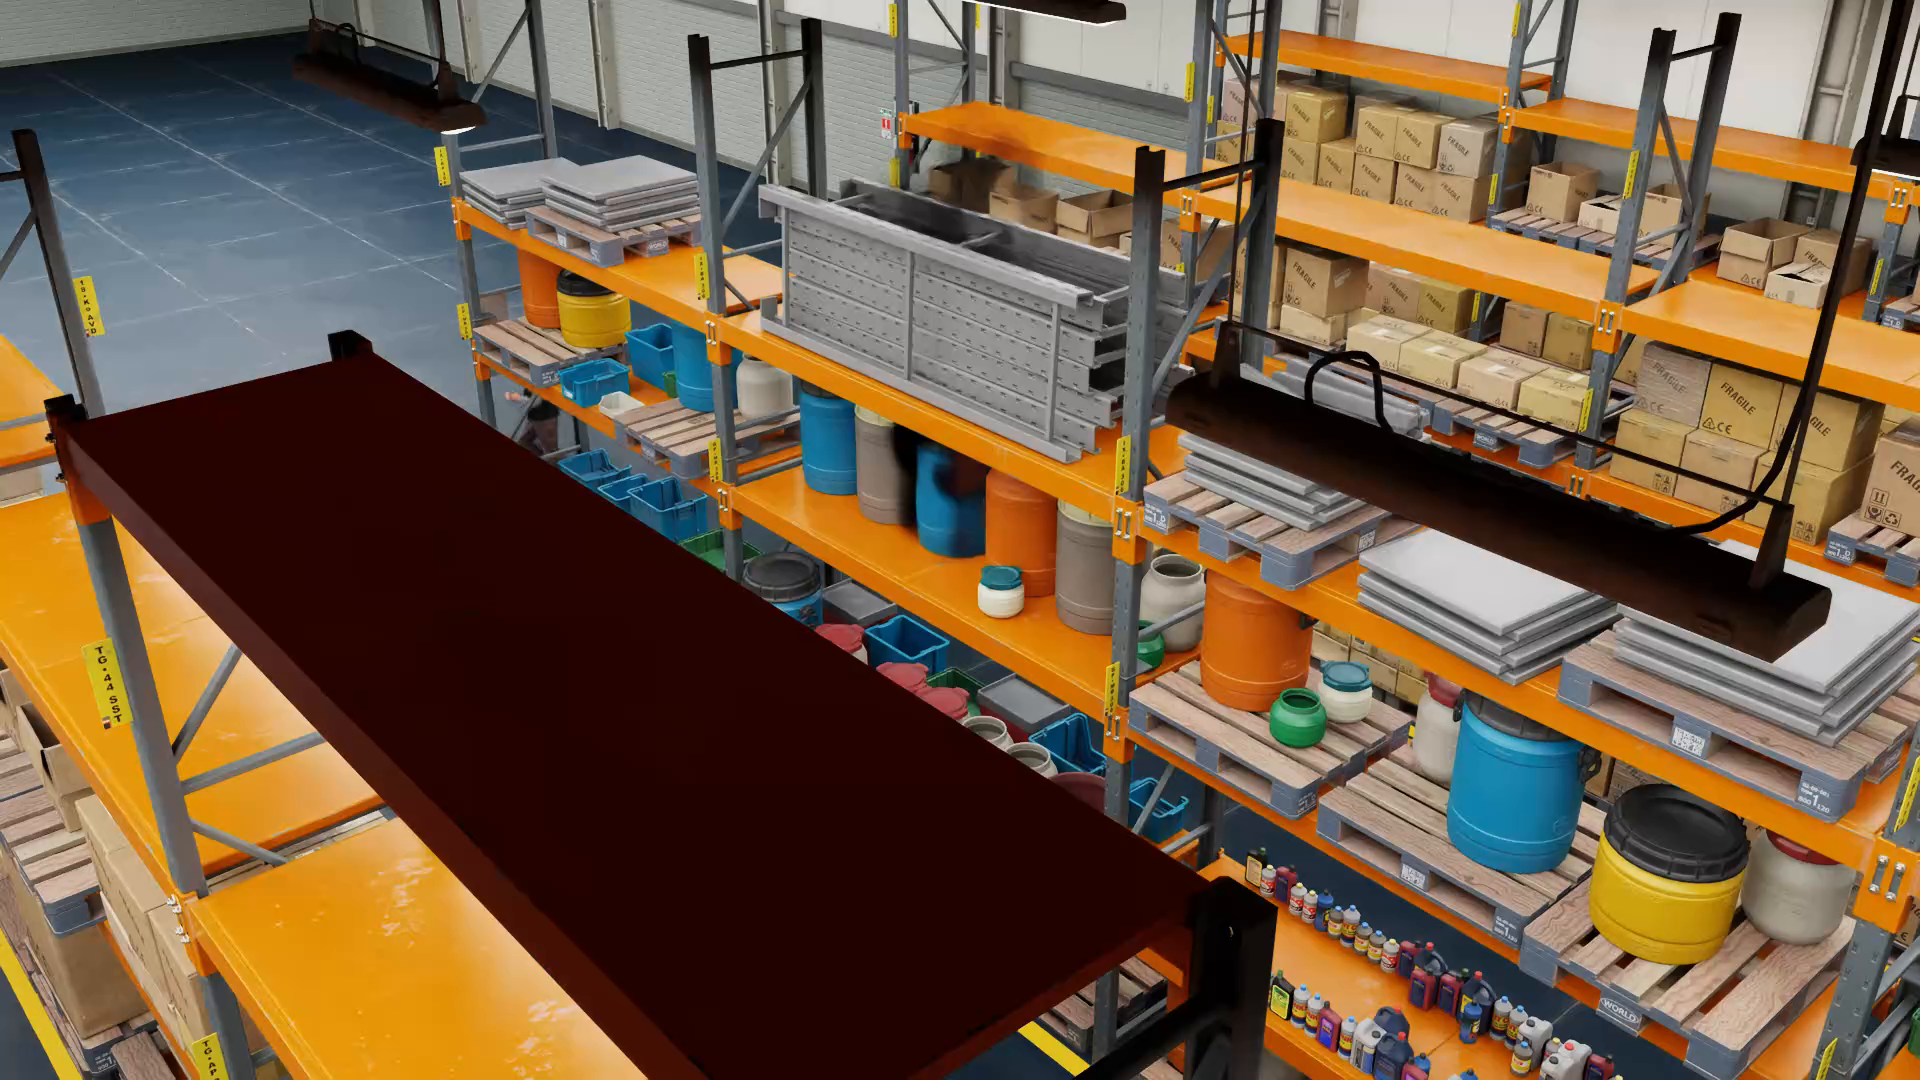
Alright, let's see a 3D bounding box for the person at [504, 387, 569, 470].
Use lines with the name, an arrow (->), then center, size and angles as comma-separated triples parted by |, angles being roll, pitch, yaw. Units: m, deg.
person -> -4.599, -1.326, 18.299 | 0.727, 1.757, 0.631 | -6, 28, -12
